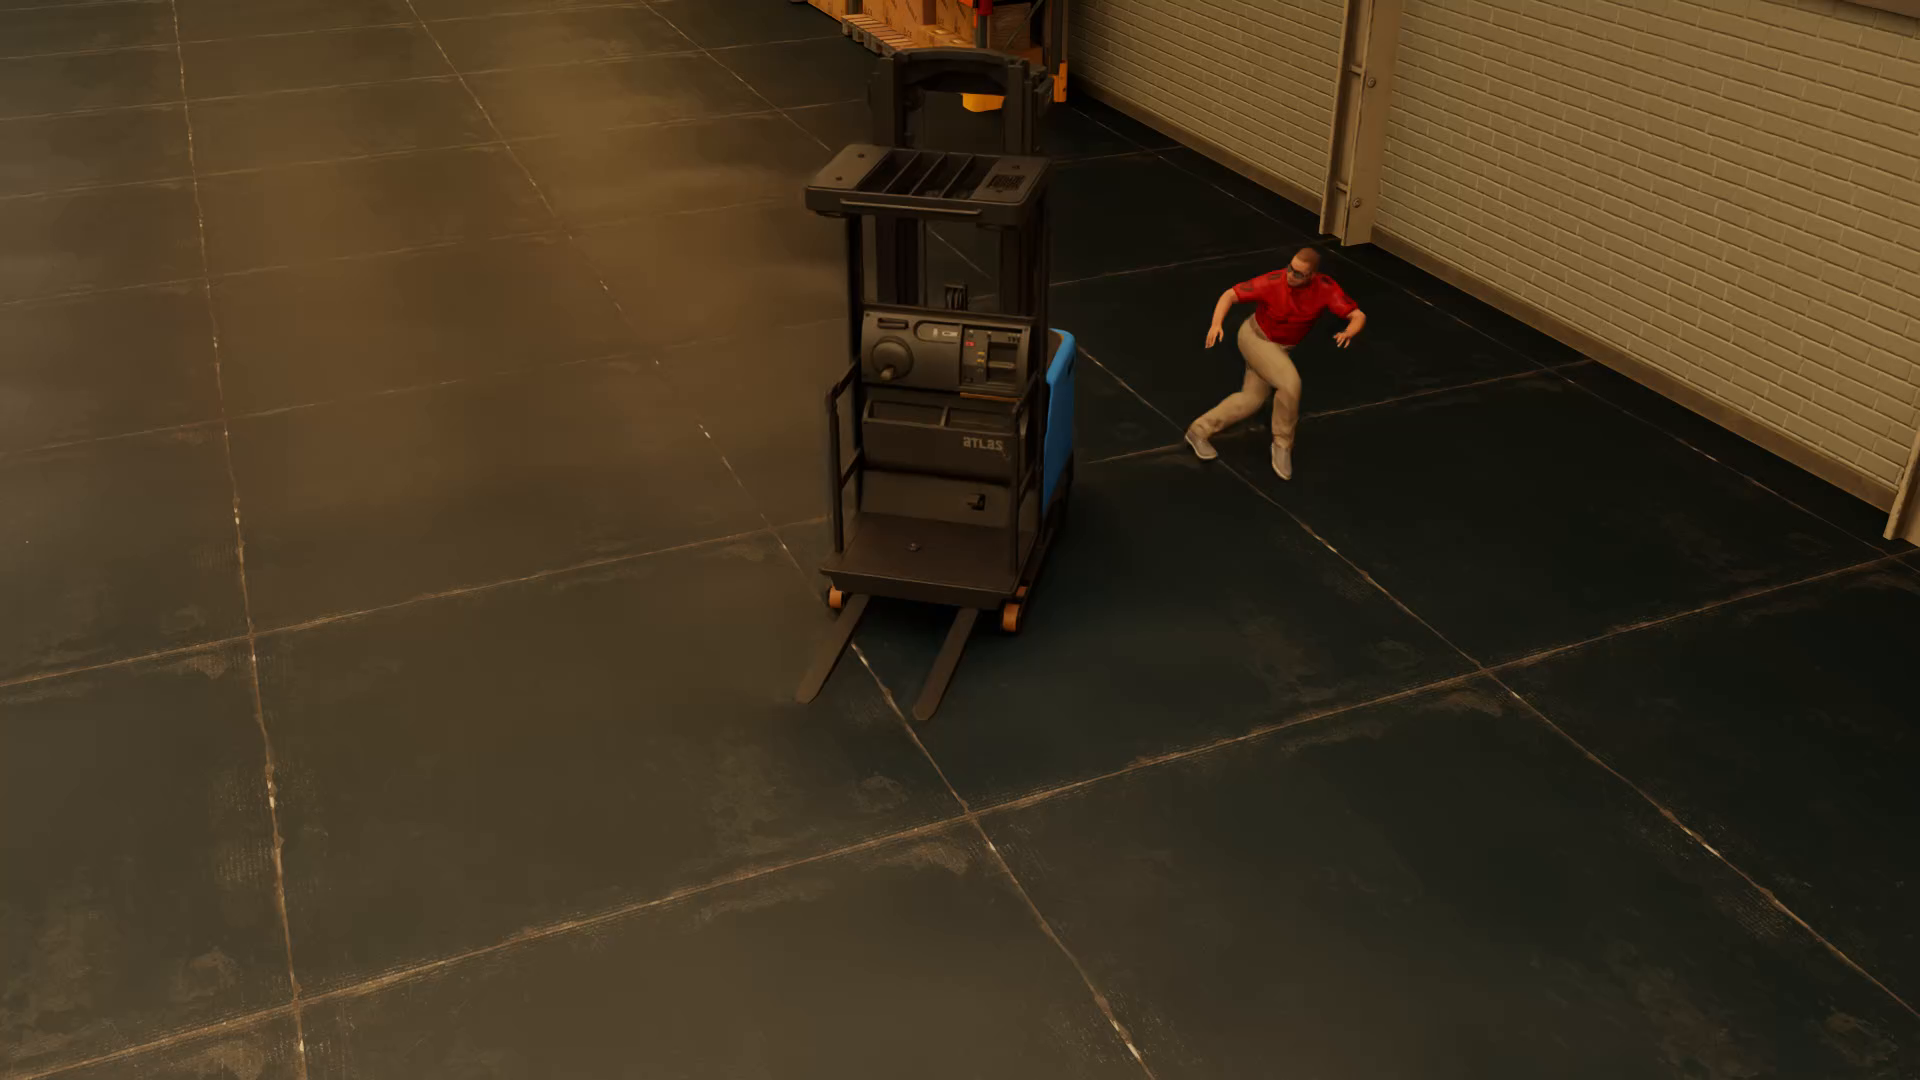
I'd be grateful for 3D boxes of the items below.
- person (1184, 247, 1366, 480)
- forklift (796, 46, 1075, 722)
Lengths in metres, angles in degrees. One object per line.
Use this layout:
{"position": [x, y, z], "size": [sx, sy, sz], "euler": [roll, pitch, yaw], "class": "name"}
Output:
{"position": [1.999, -1.135, 10.552], "size": [0.997, 1.486, 0.957], "euler": [-13, 32, -21], "class": "person"}
{"position": [-0.129, -0.968, 8.814], "size": [1.130, 2.935, 3.031], "euler": [7, 30, 12], "class": "forklift"}
